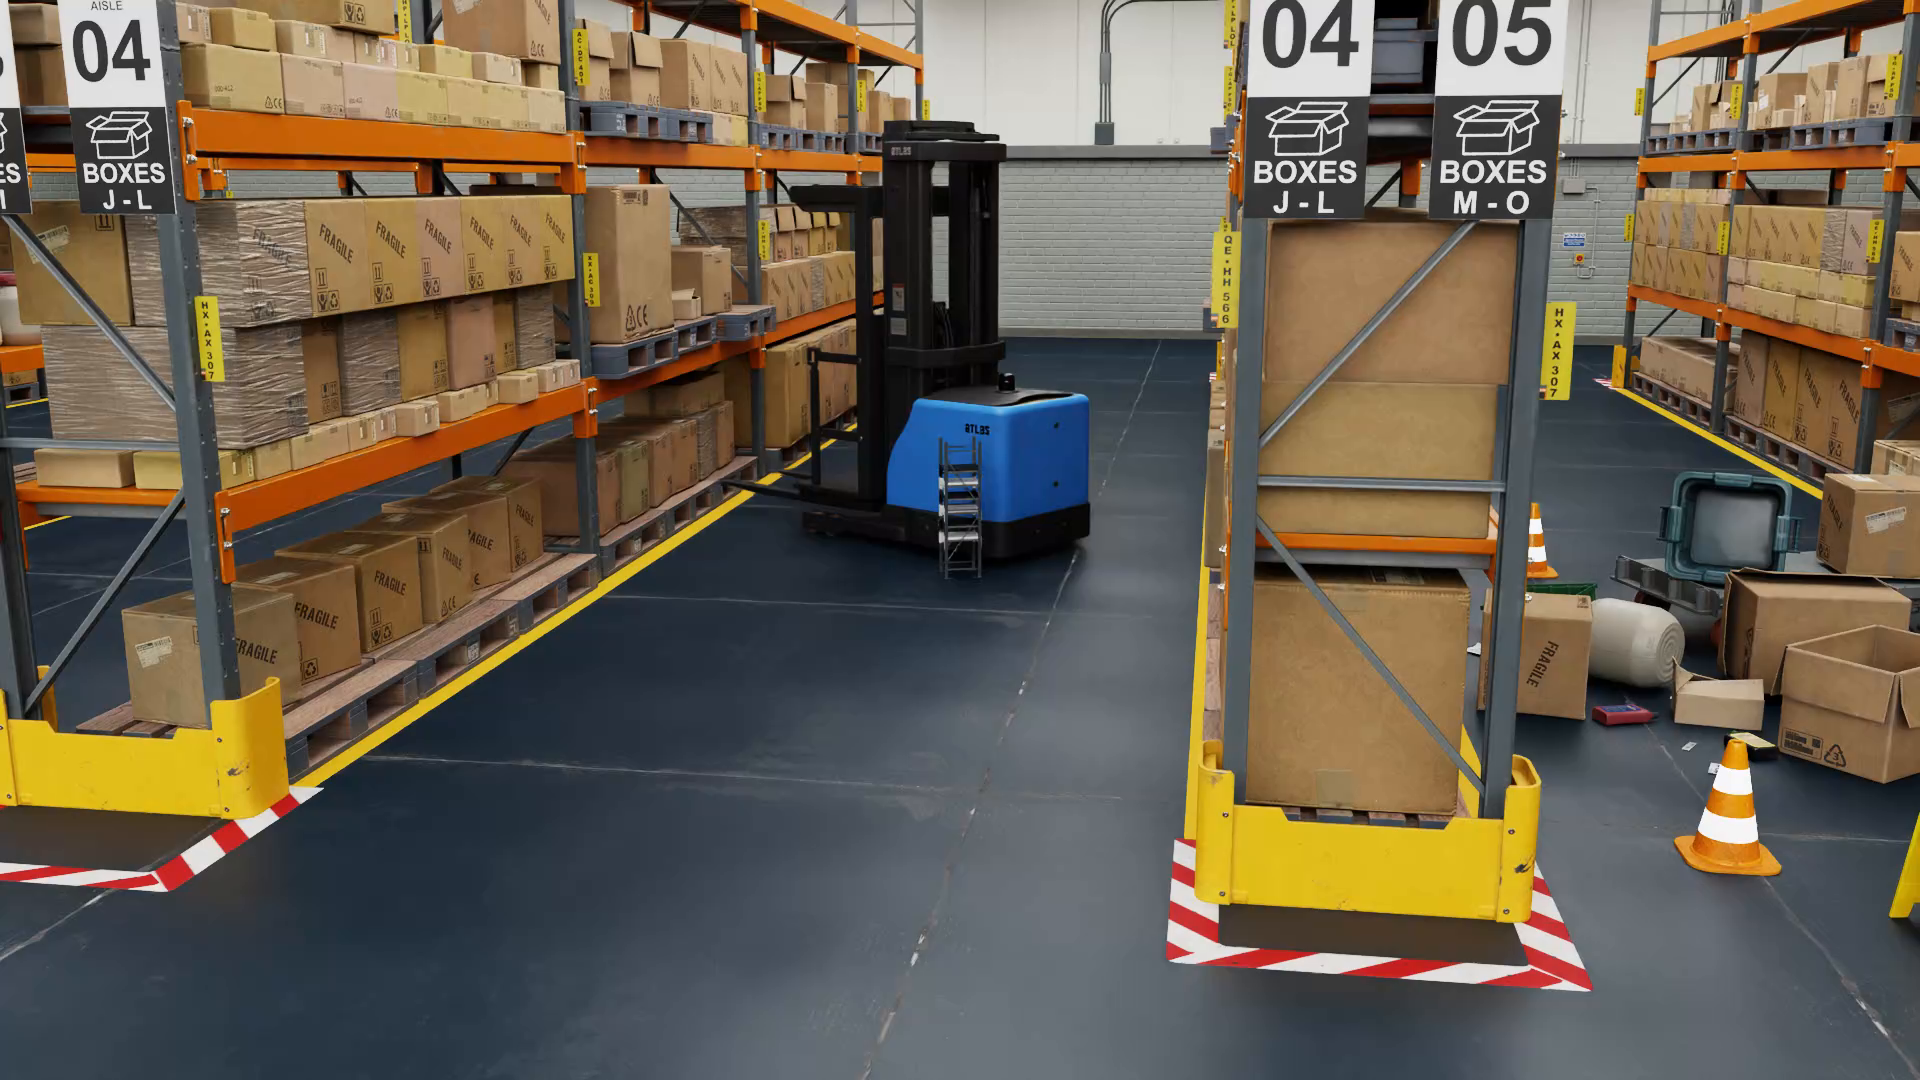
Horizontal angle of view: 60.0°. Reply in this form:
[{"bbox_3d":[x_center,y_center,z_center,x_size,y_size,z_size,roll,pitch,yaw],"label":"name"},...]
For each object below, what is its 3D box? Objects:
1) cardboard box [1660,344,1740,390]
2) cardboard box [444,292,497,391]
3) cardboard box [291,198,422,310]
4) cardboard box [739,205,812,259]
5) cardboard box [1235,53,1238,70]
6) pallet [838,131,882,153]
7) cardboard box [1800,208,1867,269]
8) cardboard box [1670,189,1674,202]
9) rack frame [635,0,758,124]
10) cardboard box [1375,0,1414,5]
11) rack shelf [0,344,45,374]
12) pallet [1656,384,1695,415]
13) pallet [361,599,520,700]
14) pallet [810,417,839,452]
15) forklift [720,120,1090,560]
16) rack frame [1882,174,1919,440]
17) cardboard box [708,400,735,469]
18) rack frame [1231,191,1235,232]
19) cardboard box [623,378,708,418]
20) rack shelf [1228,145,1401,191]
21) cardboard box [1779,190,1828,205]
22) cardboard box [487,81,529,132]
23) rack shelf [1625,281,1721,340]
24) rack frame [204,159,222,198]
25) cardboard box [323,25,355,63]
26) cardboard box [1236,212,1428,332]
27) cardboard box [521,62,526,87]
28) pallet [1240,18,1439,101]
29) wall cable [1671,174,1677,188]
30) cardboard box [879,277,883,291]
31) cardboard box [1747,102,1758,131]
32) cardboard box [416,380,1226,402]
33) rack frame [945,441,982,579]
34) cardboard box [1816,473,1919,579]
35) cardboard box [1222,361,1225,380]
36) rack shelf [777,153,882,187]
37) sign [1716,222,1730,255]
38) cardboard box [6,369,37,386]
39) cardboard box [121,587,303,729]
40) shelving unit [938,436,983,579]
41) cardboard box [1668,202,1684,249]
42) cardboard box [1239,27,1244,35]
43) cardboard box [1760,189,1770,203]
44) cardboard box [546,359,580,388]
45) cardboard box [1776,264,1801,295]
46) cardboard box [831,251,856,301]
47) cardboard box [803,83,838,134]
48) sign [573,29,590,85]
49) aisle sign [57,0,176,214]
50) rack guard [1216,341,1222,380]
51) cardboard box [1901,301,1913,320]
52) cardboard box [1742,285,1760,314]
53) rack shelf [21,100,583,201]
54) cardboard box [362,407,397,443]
[{"bbox_3d":[8.681,-2.002,19.246,0.875,0.438,0.875,2,12,10],"label":"cardboard box"},{"bbox_3d":[-3.040,-1.096,9.014,0.875,0.500,0.500,2,12,9],"label":"cardboard box"},{"bbox_3d":[-2.923,-1.367,7.901,0.500,0.500,0.500,2,12,9],"label":"cardboard box"},{"bbox_3d":[-1.878,-3.002,16.186,0.797,0.503,0.637,2,12,10],"label":"cardboard box"},{"bbox_3d":[1.518,-2.343,7.985,0.380,0.149,0.250,2,12,8],"label":"cardboard box"},{"bbox_3d":[-1.454,-4.461,18.666,1.003,0.211,1.213,2,12,9],"label":"pallet"},{"bbox_3d":[7.561,-2.579,14.229,0.500,0.500,0.500,2,12,9],"label":"cardboard box"},{"bbox_3d":[8.274,-3.900,18.821,0.380,0.149,0.250,2,12,9],"label":"cardboard box"},{"bbox_3d":[-2.206,-4.969,13.688,1.000,3.000,0.127,2,12,9],"label":"rack frame"},{"bbox_3d":[1.854,-2.179,6.281,0.500,0.250,0.500,2,12,8],"label":"cardboard box"},{"bbox_3d":[-7.407,-1.428,13.209,1.077,0.370,4.000,2,12,9],"label":"rack shelf"},{"bbox_3d":[8.581,-1.595,18.892,1.003,0.211,1.213,2,12,9],"label":"pallet"},{"bbox_3d":[-3.075,0.556,8.914,1.003,0.211,1.213,2,12,9],"label":"pallet"},{"bbox_3d":[-1.820,-1.088,16.539,1.003,0.211,1.213,2,12,9],"label":"pallet"},{"bbox_3d":[-3.230,-1.894,13.826,9.407,2.935,1.990,10,16,39],"label":"forklift"},{"bbox_3d":[7.590,-1.715,12.830,0.949,2.616,0.053,2,12,9],"label":"rack frame"},{"bbox_3d":[-2.289,-0.889,13.887,0.700,0.500,0.500,1,12,6],"label":"cardboard box"},{"bbox_3d":[2.680,-1.854,13.477,1.000,3.000,0.127,2,12,9],"label":"rack frame"},{"bbox_3d":[-2.351,-1.144,13.293,0.500,0.250,0.500,3,13,15],"label":"cardboard box"},{"bbox_3d":[-2.465,-2.711,12.041,10.867,0.370,4.000,2,12,9],"label":"rack shelf"},{"bbox_3d":[8.506,-3.460,16.776,0.380,0.149,0.250,2,12,8],"label":"cardboard box"},{"bbox_3d":[-2.724,-2.384,9.174,0.500,0.250,0.500,2,12,10],"label":"cardboard box"},{"bbox_3d":[8.509,-2.612,18.702,1.077,0.370,4.000,2,12,9],"label":"rack shelf"},{"bbox_3d":[-7.100,-2.196,15.065,1.000,3.000,0.127,2,12,9],"label":"rack frame"},{"bbox_3d":[-2.959,-2.221,7.467,0.380,0.149,0.250,2,12,9],"label":"cardboard box"},{"bbox_3d":[1.711,-1.210,7.570,0.875,0.550,0.500,2,12,9],"label":"cardboard box"},{"bbox_3d":[-2.717,-2.661,9.512,0.380,0.149,0.250,2,12,9],"label":"cardboard box"},{"bbox_3d":[1.553,-1.767,6.161,1.003,0.211,1.213,2,12,9],"label":"pallet"},{"bbox_3d":[11.064,-5.008,25.699,0.588,1.984,0.122,2,12,9],"label":"wall cable"},{"bbox_3d":[-1.097,-2.961,19.209,0.380,0.149,0.250,2,12,7],"label":"cardboard box"},{"bbox_3d":[7.779,-4.061,15.917,0.396,0.266,0.258,2,12,8],"label":"cardboard box"},{"bbox_3d":[-0.031,-0.624,10.953,5.455,1.239,5.693,2,12,8],"label":"cardboard box"},{"bbox_3d":[0.020,-0.191,10.741,0.240,0.900,0.006,-2,12,-10],"label":"rack frame"},{"bbox_3d":[5.208,-0.082,9.389,0.500,0.500,0.500,2,12,9],"label":"cardboard box"},{"bbox_3d":[2.593,-1.460,14.806,0.500,0.250,0.500,2,12,9],"label":"cardboard box"},{"bbox_3d":[-1.283,-4.400,19.876,1.077,0.370,4.000,2,12,9],"label":"rack shelf"},{"bbox_3d":[7.653,-3.027,16.676,0.100,0.325,0.005,2,12,9],"label":"sign"},{"bbox_3d":[-11.554,-1.920,18.672,1.044,0.500,2.034,2,12,8],"label":"cardboard box"},{"bbox_3d":[-3.324,0.517,7.413,0.500,0.500,0.500,4,13,19],"label":"cardboard box"},{"bbox_3d":[5.506,-0.661,7.482,9.927,3.194,8.476,-2,12,-10],"label":"shelving unit"},{"bbox_3d":[8.241,-3.508,18.541,0.500,0.500,0.500,2,12,9],"label":"cardboard box"},{"bbox_3d":[1.205,-1.919,6.021,0.380,0.149,0.250,2,12,9],"label":"cardboard box"},{"bbox_3d":[8.082,-3.528,17.094,0.380,0.149,0.250,2,12,10],"label":"cardboard box"},{"bbox_3d":[-2.564,-1.026,10.231,0.380,0.149,0.250,2,12,9],"label":"cardboard box"},{"bbox_3d":[7.623,-2.317,14.794,0.500,0.250,0.500,2,12,7],"label":"cardboard box"},{"bbox_3d":[-1.393,-2.811,17.681,0.500,0.500,0.500,2,12,9],"label":"cardboard box"},{"bbox_3d":[-1.670,-4.468,17.251,0.700,0.500,0.500,2,12,10],"label":"cardboard box"},{"bbox_3d":[-2.284,-2.906,10.012,0.100,0.325,0.005,2,12,9],"label":"sign"},{"bbox_3d":[-3.149,-1.619,6.214,0.394,0.787,0.004,2,12,9],"label":"aisle sign"},{"bbox_3d":[3.898,-2.282,21.394,1.175,0.500,0.348,2,12,9],"label":"rack guard"},{"bbox_3d":[7.353,-1.736,12.527,0.380,0.149,0.250,1,12,5],"label":"cardboard box"},{"bbox_3d":[7.795,-2.283,15.824,0.500,0.250,0.500,2,12,7],"label":"cardboard box"},{"bbox_3d":[-3.129,-1.902,8.284,1.077,0.370,4.000,2,12,9],"label":"rack shelf"},{"bbox_3d":[-2.971,-0.560,8.067,0.380,0.149,0.250,2,12,9],"label":"cardboard box"}]
